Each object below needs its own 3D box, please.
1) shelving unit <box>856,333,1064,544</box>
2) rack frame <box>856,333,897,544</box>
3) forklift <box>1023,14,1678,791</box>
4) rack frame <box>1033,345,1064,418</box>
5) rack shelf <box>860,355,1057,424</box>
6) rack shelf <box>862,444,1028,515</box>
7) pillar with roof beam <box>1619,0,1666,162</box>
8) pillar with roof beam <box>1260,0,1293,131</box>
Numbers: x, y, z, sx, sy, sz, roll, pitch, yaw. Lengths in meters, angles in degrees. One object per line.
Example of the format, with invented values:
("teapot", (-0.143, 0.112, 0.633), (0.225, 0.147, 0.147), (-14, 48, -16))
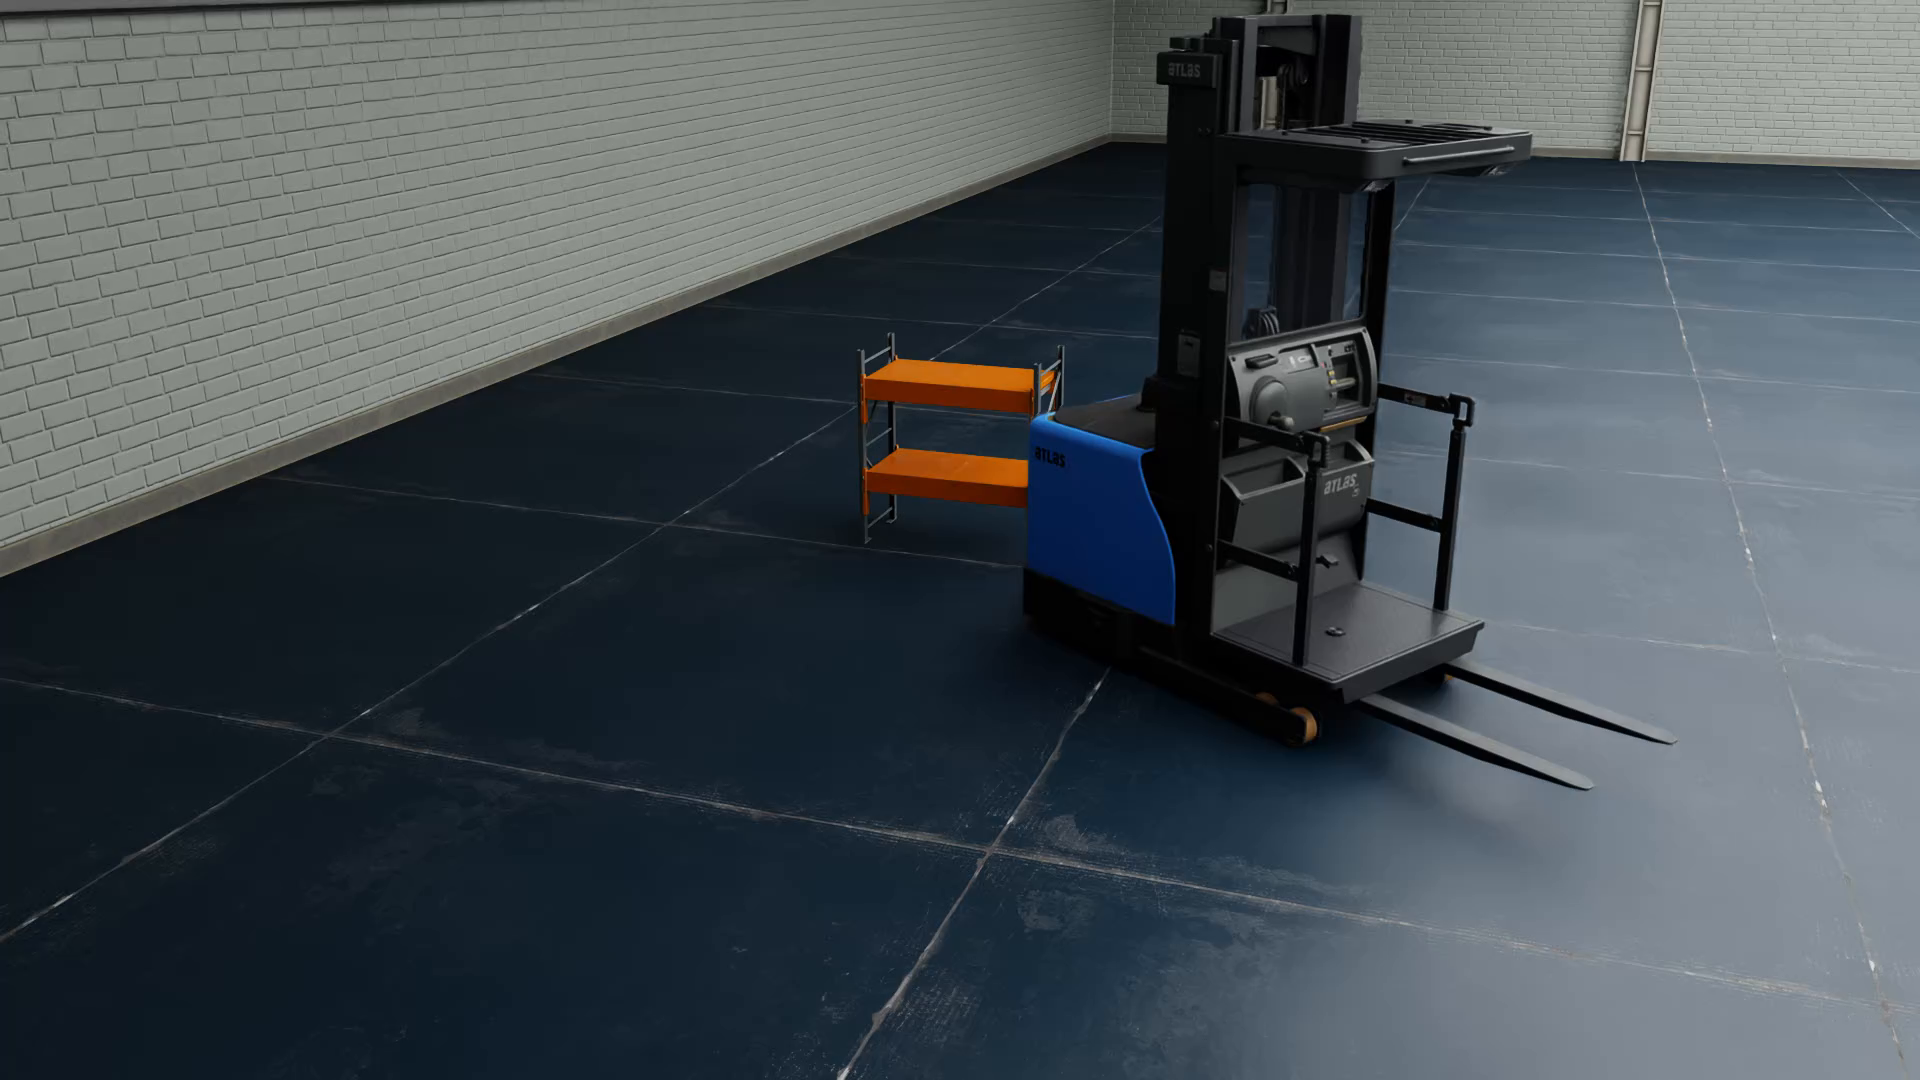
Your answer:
("shelving unit", (0.006, -0.530, 9.389), (1.048, 1.125, 0.538), (7, 20, 18))
("rack frame", (-0.474, -0.585, 9.547), (0.032, 1.125, 0.500), (7, 20, 18))
("forklift", (1.640, -0.693, 7.112), (1.130, 2.935, 3.031), (-15, 24, -37))
("rack frame", (0.487, -0.476, 9.231), (0.032, 1.125, 0.500), (7, 20, 18))
("rack shelf", (0.006, -0.807, 9.293), (1.000, 0.278, 0.538), (7, 20, 18))
("rack shelf", (0.006, -0.300, 9.469), (1.000, 0.278, 0.538), (7, 20, 18))
("pillar with roof beam", (9.801, -9.251, 22.444), (0.400, 9.000, 9.100), (7, 20, 18))
("pillar with roof beam", (4.133, -9.899, 24.303), (0.400, 9.000, 9.100), (7, 20, 18))
